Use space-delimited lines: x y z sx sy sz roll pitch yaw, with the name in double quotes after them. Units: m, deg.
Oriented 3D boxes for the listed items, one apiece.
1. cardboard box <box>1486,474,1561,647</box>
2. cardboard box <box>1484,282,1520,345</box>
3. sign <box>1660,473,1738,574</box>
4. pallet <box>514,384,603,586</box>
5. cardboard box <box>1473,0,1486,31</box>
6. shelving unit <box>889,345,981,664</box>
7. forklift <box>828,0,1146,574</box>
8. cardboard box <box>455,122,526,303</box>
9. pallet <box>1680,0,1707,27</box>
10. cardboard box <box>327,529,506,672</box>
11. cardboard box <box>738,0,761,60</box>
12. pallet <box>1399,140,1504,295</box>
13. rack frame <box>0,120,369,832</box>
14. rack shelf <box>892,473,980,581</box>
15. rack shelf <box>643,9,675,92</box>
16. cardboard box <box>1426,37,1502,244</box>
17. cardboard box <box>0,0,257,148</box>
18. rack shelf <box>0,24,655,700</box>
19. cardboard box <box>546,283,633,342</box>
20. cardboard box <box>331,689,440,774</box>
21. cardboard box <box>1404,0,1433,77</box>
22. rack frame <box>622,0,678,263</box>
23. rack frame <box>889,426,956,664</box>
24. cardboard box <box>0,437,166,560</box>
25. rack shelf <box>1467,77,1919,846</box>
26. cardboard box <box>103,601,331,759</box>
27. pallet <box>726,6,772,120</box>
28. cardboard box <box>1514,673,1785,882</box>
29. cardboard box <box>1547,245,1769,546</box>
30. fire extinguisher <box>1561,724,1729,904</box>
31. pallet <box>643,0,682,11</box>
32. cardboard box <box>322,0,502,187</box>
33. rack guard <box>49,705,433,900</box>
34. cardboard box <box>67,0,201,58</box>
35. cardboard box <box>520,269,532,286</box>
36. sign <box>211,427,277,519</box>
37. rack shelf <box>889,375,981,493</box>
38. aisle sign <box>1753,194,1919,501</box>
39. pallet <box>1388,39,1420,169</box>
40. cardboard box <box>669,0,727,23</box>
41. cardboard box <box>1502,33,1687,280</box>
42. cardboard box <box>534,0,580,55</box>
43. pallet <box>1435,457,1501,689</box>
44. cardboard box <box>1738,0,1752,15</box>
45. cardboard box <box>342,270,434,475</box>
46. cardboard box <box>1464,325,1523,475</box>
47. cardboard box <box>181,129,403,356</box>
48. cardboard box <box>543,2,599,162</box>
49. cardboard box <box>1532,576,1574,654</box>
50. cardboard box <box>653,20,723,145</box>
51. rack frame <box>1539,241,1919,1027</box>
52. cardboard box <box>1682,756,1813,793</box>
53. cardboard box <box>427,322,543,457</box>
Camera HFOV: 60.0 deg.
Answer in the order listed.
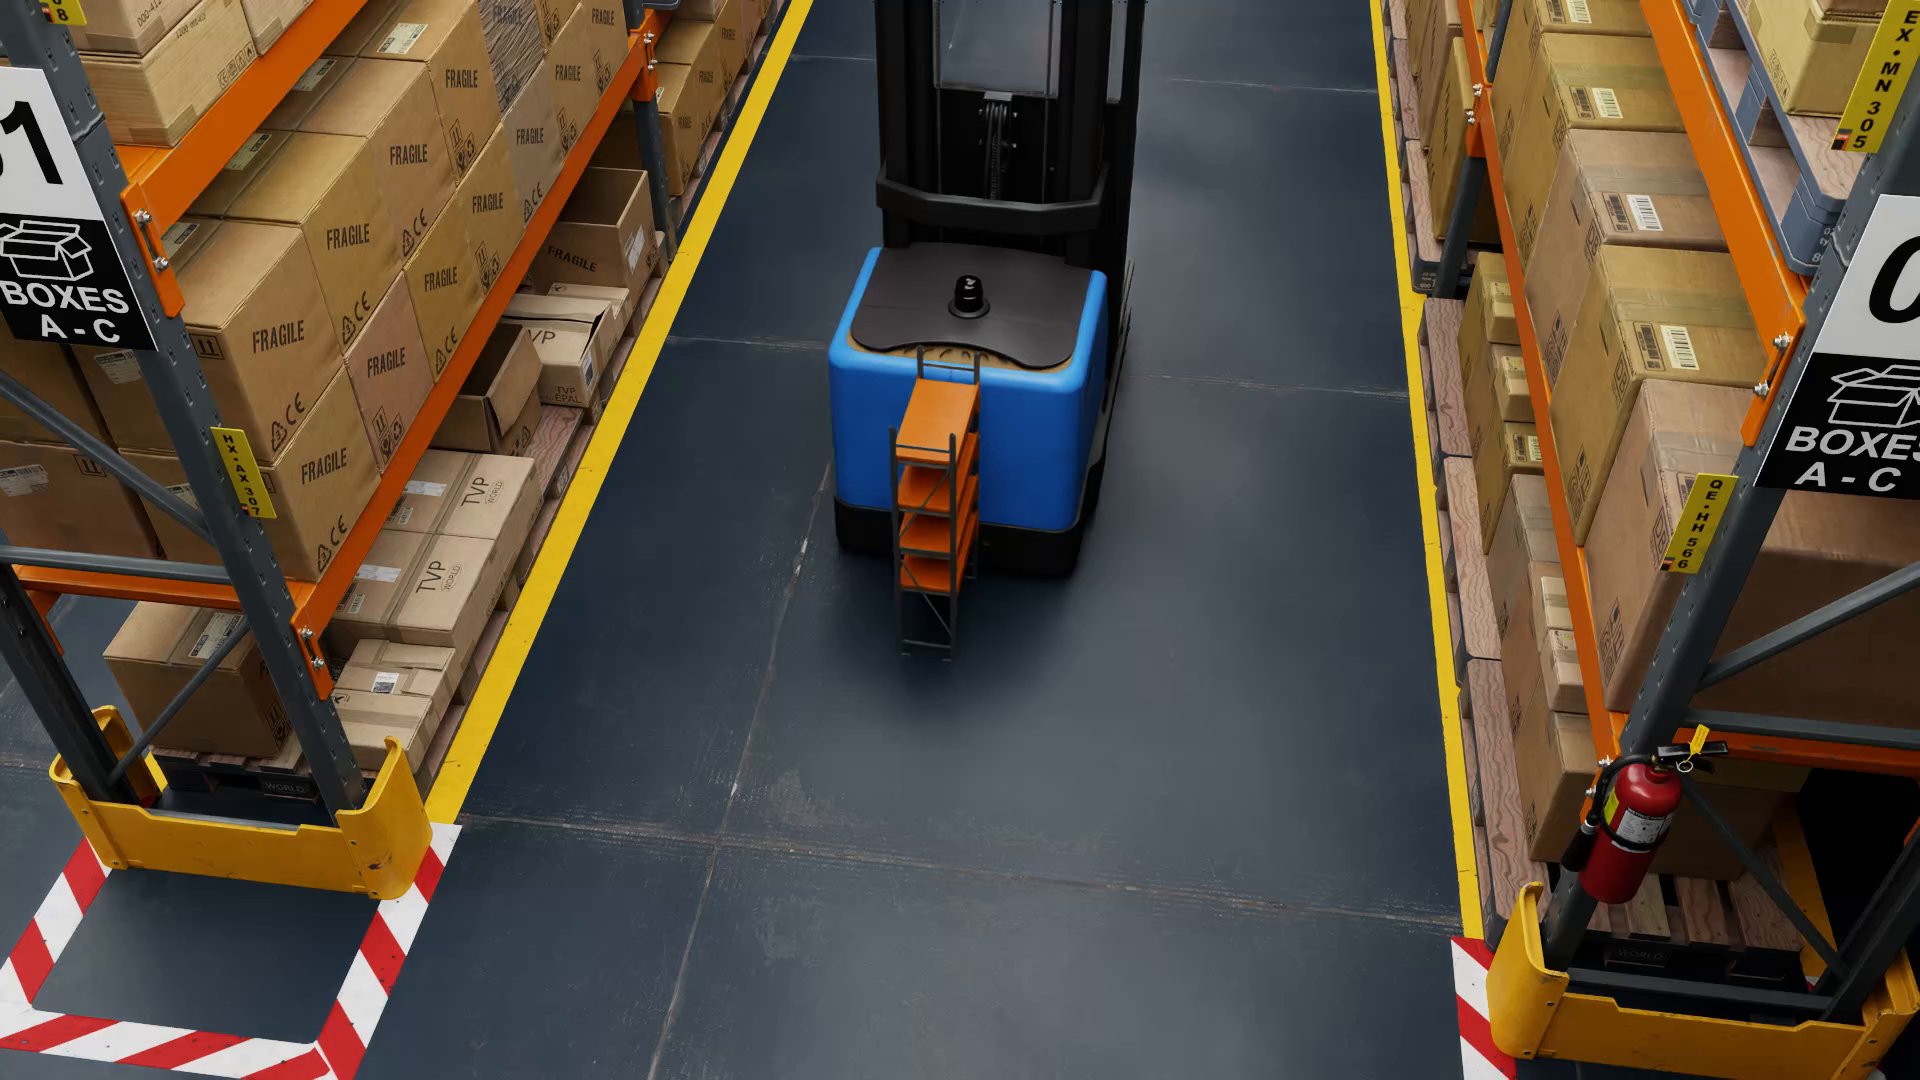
2.491 0.113 6.484 0.700 0.500 0.500 4 44 4 "cardboard box"
2.468 -0.962 7.147 0.380 0.149 0.250 7 44 7 "cardboard box"
1.830 -0.038 4.116 0.100 0.325 0.005 5 44 6 "sign"
-2.267 -0.332 7.469 1.003 0.211 1.213 5 44 6 "pallet"
2.668 -2.545 7.946 0.380 0.149 0.250 6 44 6 "cardboard box"
-0.090 -0.119 6.526 0.258 1.200 0.503 7 44 8 "shelving unit"
0.243 -1.946 7.196 1.130 2.935 3.031 7 44 8 "forklift"
-2.025 -1.269 6.358 0.500 0.500 0.500 6 44 6 "cardboard box"
2.612 -1.870 4.948 1.003 0.211 1.213 5 44 6 "pallet"
-2.126 0.233 6.524 0.500 0.250 0.500 5 44 6 "cardboard box"
-1.510 -3.255 10.026 0.500 0.500 0.500 4 44 4 "cardboard box"
2.922 -1.719 8.934 1.003 0.211 1.213 5 44 6 "pallet"
-2.545 0.080 5.006 1.000 3.000 0.127 5 44 6 "rack frame"
-0.090 -0.071 6.572 0.258 0.148 0.480 7 44 8 "rack shelf"
-1.752 -3.748 9.572 1.077 0.370 4.000 5 44 6 "rack shelf"
2.852 -2.025 8.487 0.750 0.750 0.750 6 44 6 "cardboard box"
-2.225 -1.282 4.372 0.500 0.250 0.500 5 44 6 "cardboard box"
-2.281 -1.022 6.693 1.077 0.370 4.000 5 44 6 "rack shelf"
-1.800 -1.096 8.001 0.380 0.149 0.250 5 44 6 "cardboard box"
-2.149 0.701 6.103 0.380 0.149 0.250 5 44 6 "cardboard box"
3.074 -3.211 9.739 0.750 0.750 0.750 5 44 5 "cardboard box"
-2.016 -2.646 7.885 1.000 3.000 0.127 5 44 6 "rack frame"
-0.135 0.045 6.352 0.240 1.200 0.015 7 44 8 "rack frame"
-2.756 -0.286 5.320 0.500 0.500 0.500 6 44 7 "cardboard box"
2.630 -0.574 6.220 1.077 0.370 4.000 5 44 6 "rack shelf"
-2.717 0.435 6.129 0.500 0.500 0.500 5 44 6 "cardboard box"
-1.787 -3.025 10.314 1.003 0.211 1.213 5 44 6 "pallet"
2.359 0.797 5.762 0.700 0.500 0.500 5 44 6 "cardboard box"
2.508 -0.427 5.323 0.980 0.700 0.700 5 44 5 "cardboard box"
1.888 0.752 4.624 0.296 0.674 0.183 5 44 6 "fire extinguisher"
-1.802 -3.111 8.516 1.003 0.211 1.213 5 44 6 "pallet"
-2.026 -1.642 6.024 0.500 0.500 0.500 5 44 5 "cardboard box"
-2.535 0.936 5.920 1.175 0.500 0.348 5 44 6 "rack guard"
-2.219 -1.463 4.199 0.500 0.250 0.500 5 44 6 "cardboard box"
-2.286 -1.563 8.377 0.500 0.311 0.500 5 44 6 "cardboard box"
-2.007 -0.185 4.656 0.100 0.325 0.005 5 44 6 "sign"
-0.090 -0.405 6.255 0.258 0.148 0.480 7 44 8 "rack shelf"
2.059 -0.395 3.616 0.394 0.787 0.004 5 44 6 "aisle sign"
3.081 -2.552 9.814 1.003 0.211 1.213 5 44 6 "pallet"
-1.579 -3.160 9.380 0.500 0.250 0.500 5 44 6 "cardboard box"
2.705 -1.442 6.395 0.980 0.700 0.700 4 44 4 "cardboard box"
-1.892 -2.328 6.749 0.500 0.500 0.500 4 44 5 "cardboard box"
2.558 0.159 6.951 1.003 0.211 1.213 5 44 6 "pallet"
2.267 -1.574 4.302 0.500 0.250 0.500 4 44 4 "cardboard box"
-2.162 -0.587 5.638 0.500 0.500 0.500 5 44 5 "cardboard box"
2.624 -0.601 7.238 0.700 0.500 0.500 5 44 5 "cardboard box"
-2.163 -0.955 5.299 0.500 0.500 0.500 6 44 6 "cardboard box"
-1.895 -1.967 7.095 0.500 0.500 0.500 6 44 7 "cardboard box"
2.228 0.283 5.833 0.380 0.149 0.250 6 44 7 "cardboard box"
-1.651 -2.570 9.303 0.500 0.500 0.500 6 44 6 "cardboard box"
2.366 0.528 4.533 1.000 3.000 0.127 5 44 6 "rack frame"
2.541 0.665 5.430 0.380 0.149 0.250 6 44 6 "cardboard box"
-2.260 -0.619 7.239 0.797 0.503 0.637 5 44 6 "cardboard box"
